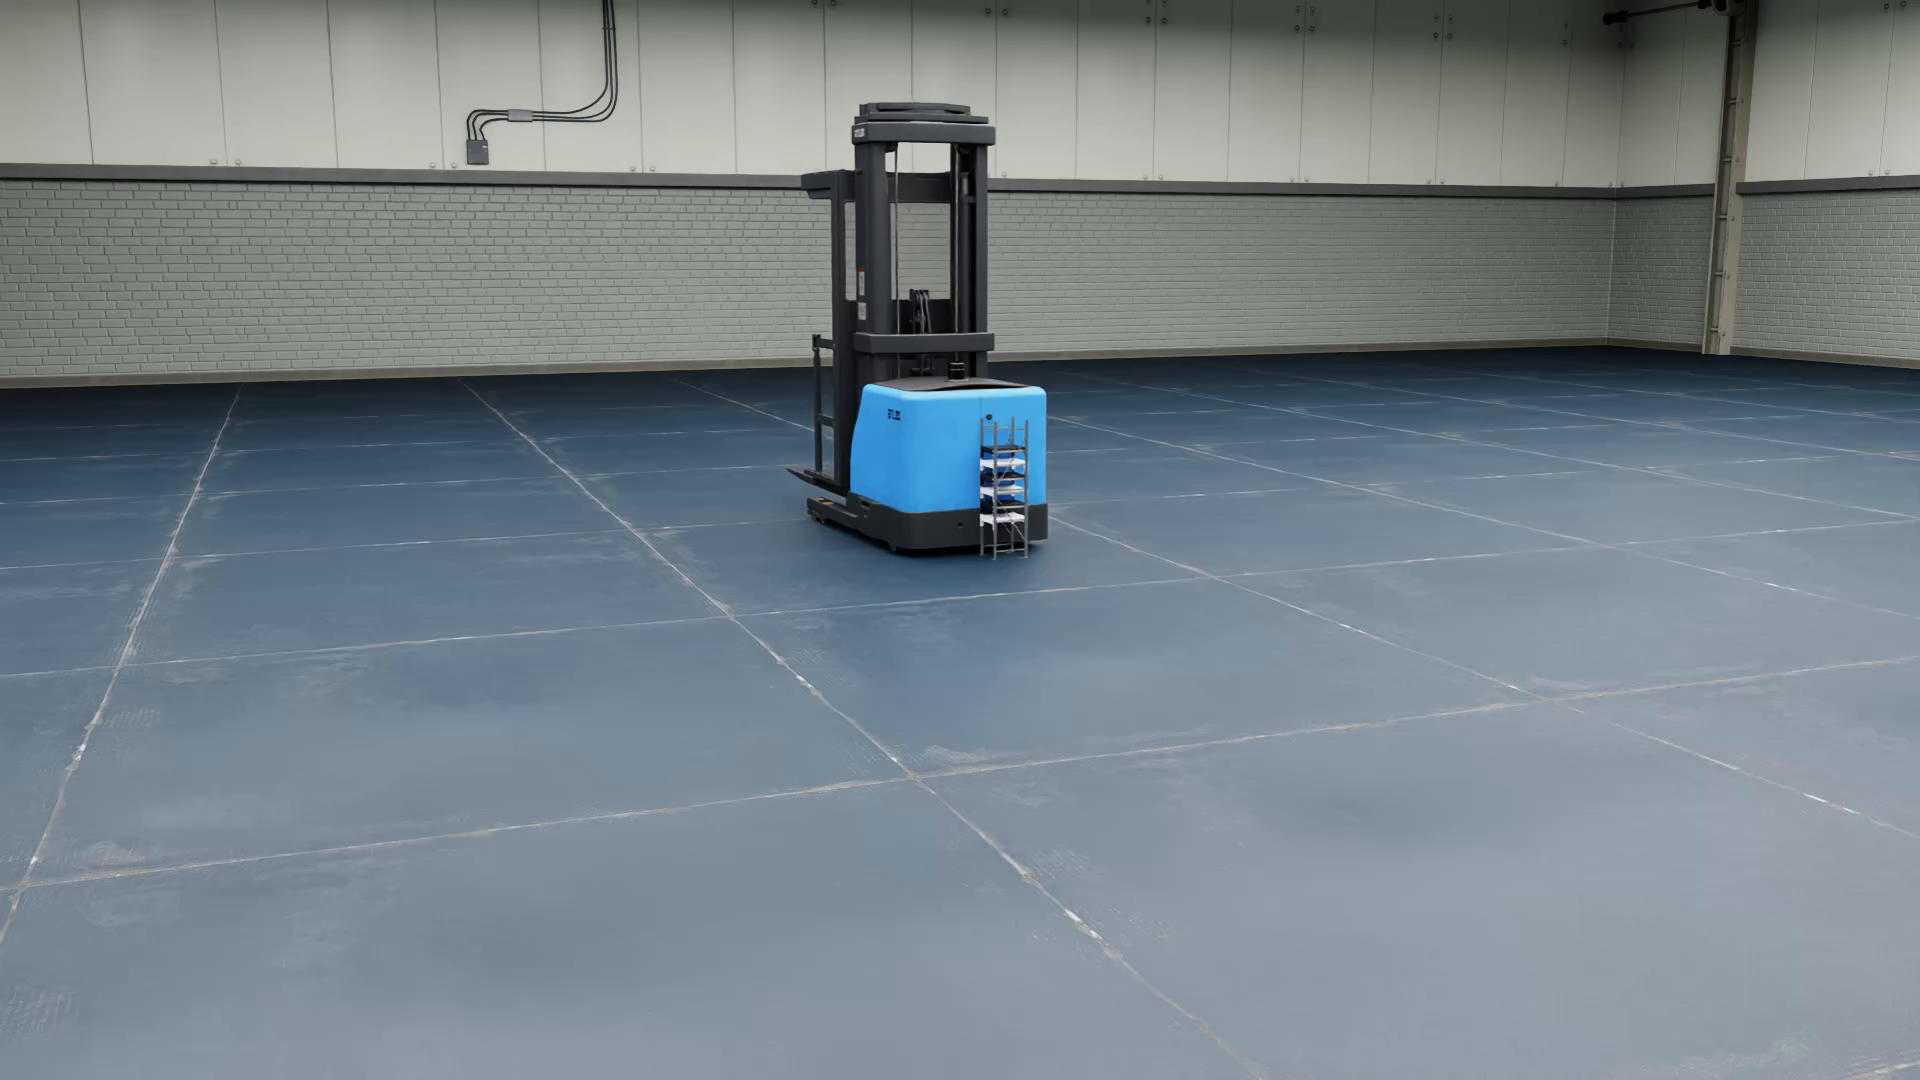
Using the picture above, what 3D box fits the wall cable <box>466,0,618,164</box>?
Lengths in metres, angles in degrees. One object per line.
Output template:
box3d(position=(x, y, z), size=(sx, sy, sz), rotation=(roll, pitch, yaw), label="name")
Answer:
box3d(position=(-6.353, -8.710, 24.979), size=(2.305, 6.003, 0.169), rotation=(-4, 11, -21), label="wall cable")

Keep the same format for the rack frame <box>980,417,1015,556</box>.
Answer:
box3d(position=(0.243, -0.348, 10.809), size=(0.240, 0.900, 0.006), rotation=(-4, 11, -24), label="rack frame")

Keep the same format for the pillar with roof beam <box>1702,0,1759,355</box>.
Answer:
box3d(position=(9.975, -7.597, 28.432), size=(9.100, 9.000, 0.548), rotation=(-4, 11, -21), label="pillar with roof beam")

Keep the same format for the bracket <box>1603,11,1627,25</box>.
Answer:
box3d(position=(12.647, -10.074, 32.082), size=(0.235, 0.232, 0.430), rotation=(-4, 11, -21), label="bracket")

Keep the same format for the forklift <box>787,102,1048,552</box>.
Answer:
box3d(position=(-0.475, -1.584, 11.956), size=(1.130, 2.935, 3.031), rotation=(-4, 11, -24), label="forklift")

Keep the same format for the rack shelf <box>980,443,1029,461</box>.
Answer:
box3d(position=(0.284, -0.565, 10.676), size=(0.258, 0.077, 0.200), rotation=(-4, 11, -24), label="rack shelf")

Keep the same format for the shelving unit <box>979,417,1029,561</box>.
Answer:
box3d(position=(0.284, -0.332, 10.717), size=(0.258, 0.900, 0.210), rotation=(-4, 11, -24), label="shelving unit")

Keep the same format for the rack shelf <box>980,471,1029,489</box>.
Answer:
box3d(position=(0.284, -0.388, 10.707), size=(0.258, 0.077, 0.200), rotation=(-4, 11, -24), label="rack shelf")

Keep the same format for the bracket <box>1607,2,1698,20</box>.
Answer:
box3d(position=(12.861, -9.978, 31.540), size=(0.076, 0.066, 3.189), rotation=(-4, 11, -21), label="bracket")

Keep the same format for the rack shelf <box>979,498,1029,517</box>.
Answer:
box3d(position=(0.284, -0.211, 10.739), size=(0.258, 0.077, 0.200), rotation=(-4, 11, -24), label="rack shelf")

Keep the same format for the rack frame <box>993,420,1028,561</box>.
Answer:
box3d(position=(0.325, -0.316, 10.626), size=(0.240, 0.900, 0.006), rotation=(-4, 11, -24), label="rack frame")

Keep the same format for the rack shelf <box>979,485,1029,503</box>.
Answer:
box3d(position=(0.284, -0.299, 10.723), size=(0.258, 0.077, 0.200), rotation=(-4, 11, -24), label="rack shelf")

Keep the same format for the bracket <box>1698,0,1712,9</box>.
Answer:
box3d(position=(13.506, -9.687, 29.907), size=(0.235, 0.232, 0.430), rotation=(-4, 11, -21), label="bracket")

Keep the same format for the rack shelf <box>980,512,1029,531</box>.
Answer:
box3d(position=(0.284, -0.122, 10.755), size=(0.258, 0.077, 0.200), rotation=(-4, 11, -24), label="rack shelf")

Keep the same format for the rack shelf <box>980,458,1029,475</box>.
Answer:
box3d(position=(0.284, -0.476, 10.692), size=(0.258, 0.077, 0.200), rotation=(-4, 11, -24), label="rack shelf")

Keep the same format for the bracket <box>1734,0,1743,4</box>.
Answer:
box3d(position=(13.807, -9.552, 29.145), size=(0.235, 0.232, 0.430), rotation=(-4, 11, -21), label="bracket")
